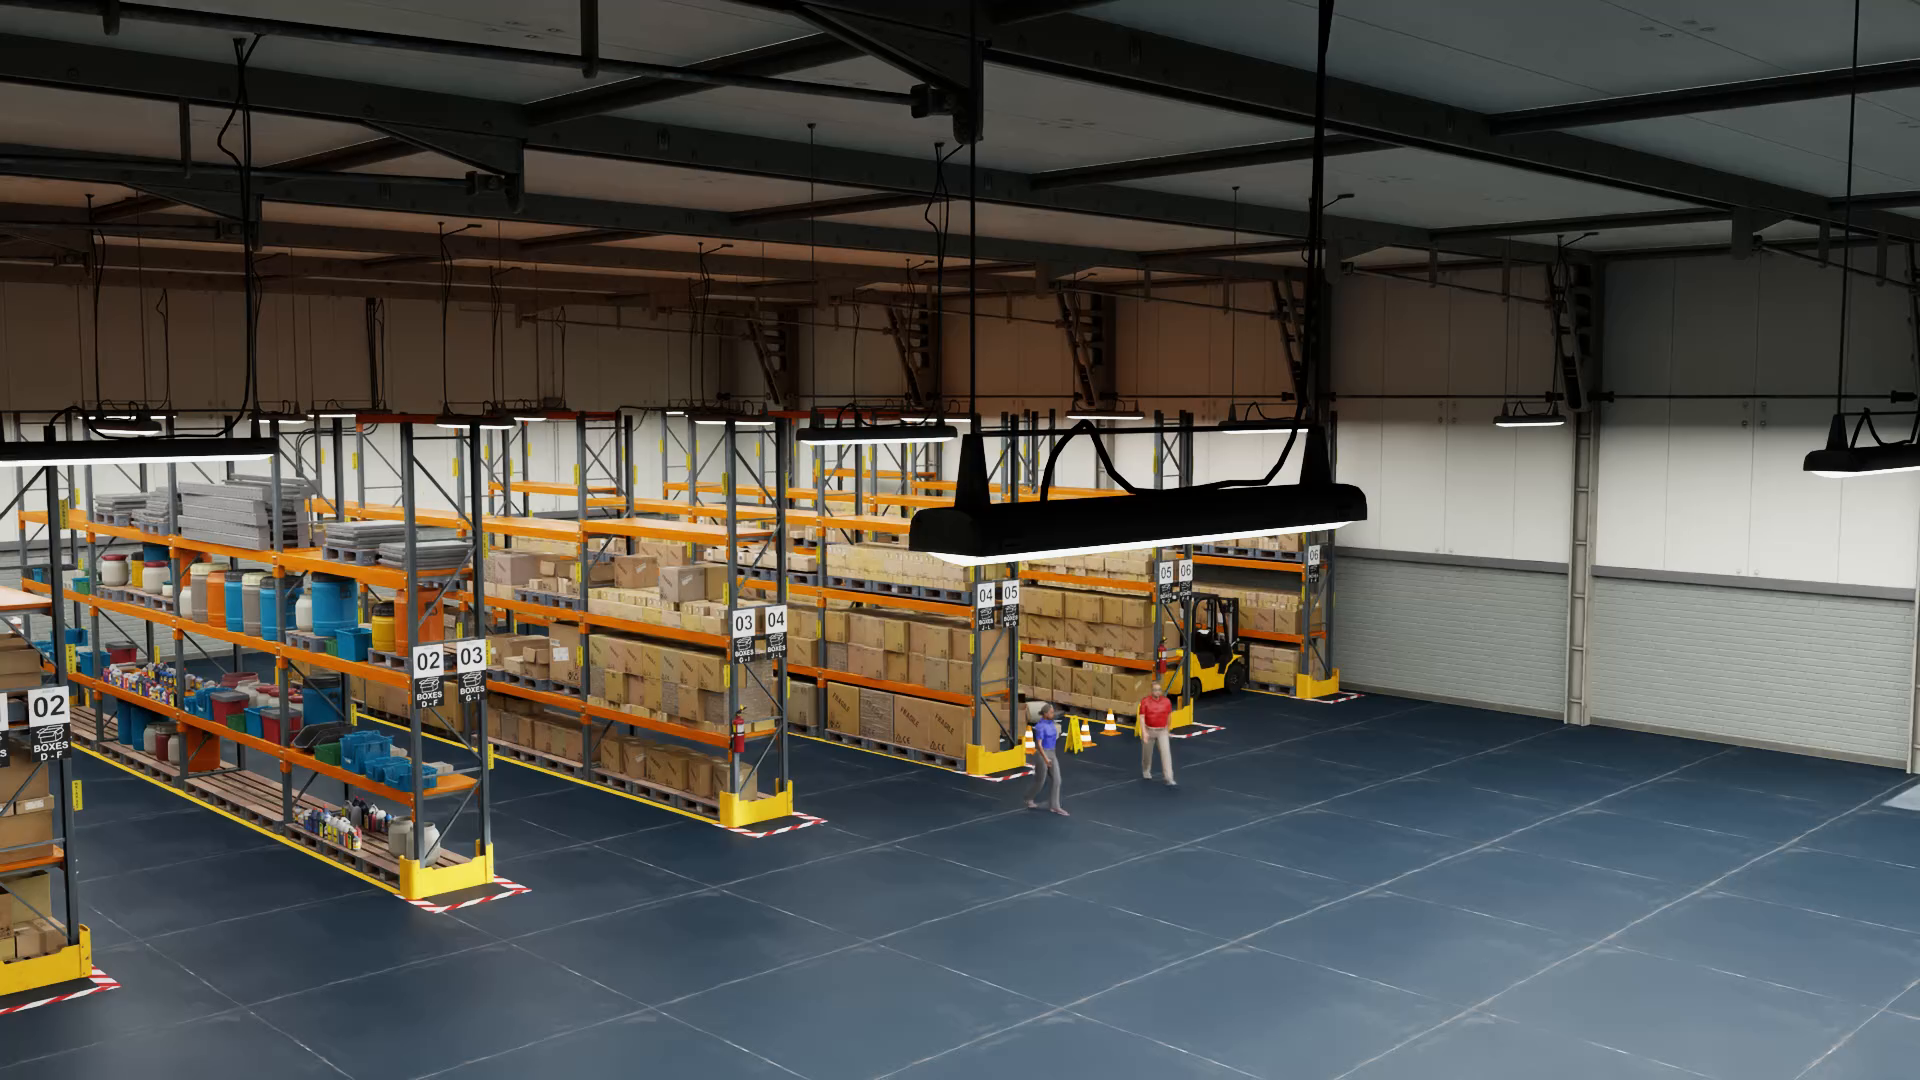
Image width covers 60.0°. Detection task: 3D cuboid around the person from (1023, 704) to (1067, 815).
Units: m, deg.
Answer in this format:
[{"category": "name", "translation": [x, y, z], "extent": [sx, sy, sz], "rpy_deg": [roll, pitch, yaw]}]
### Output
[{"category": "person", "translation": [1.323, 3.338, 25.347], "extent": [0.767, 1.639, 0.536], "rpy_deg": [3, 6, 32]}]

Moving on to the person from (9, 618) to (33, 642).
[{"category": "person", "translation": [-19.629, 2.470, 34.583], "extent": [0.522, 1.708, 1.127], "rpy_deg": [1, 5, 15]}]

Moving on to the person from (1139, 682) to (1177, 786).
[{"category": "person", "translation": [3.199, 3.132, 27.024], "extent": [0.578, 1.655, 1.109], "rpy_deg": [0, 5, 2]}]
